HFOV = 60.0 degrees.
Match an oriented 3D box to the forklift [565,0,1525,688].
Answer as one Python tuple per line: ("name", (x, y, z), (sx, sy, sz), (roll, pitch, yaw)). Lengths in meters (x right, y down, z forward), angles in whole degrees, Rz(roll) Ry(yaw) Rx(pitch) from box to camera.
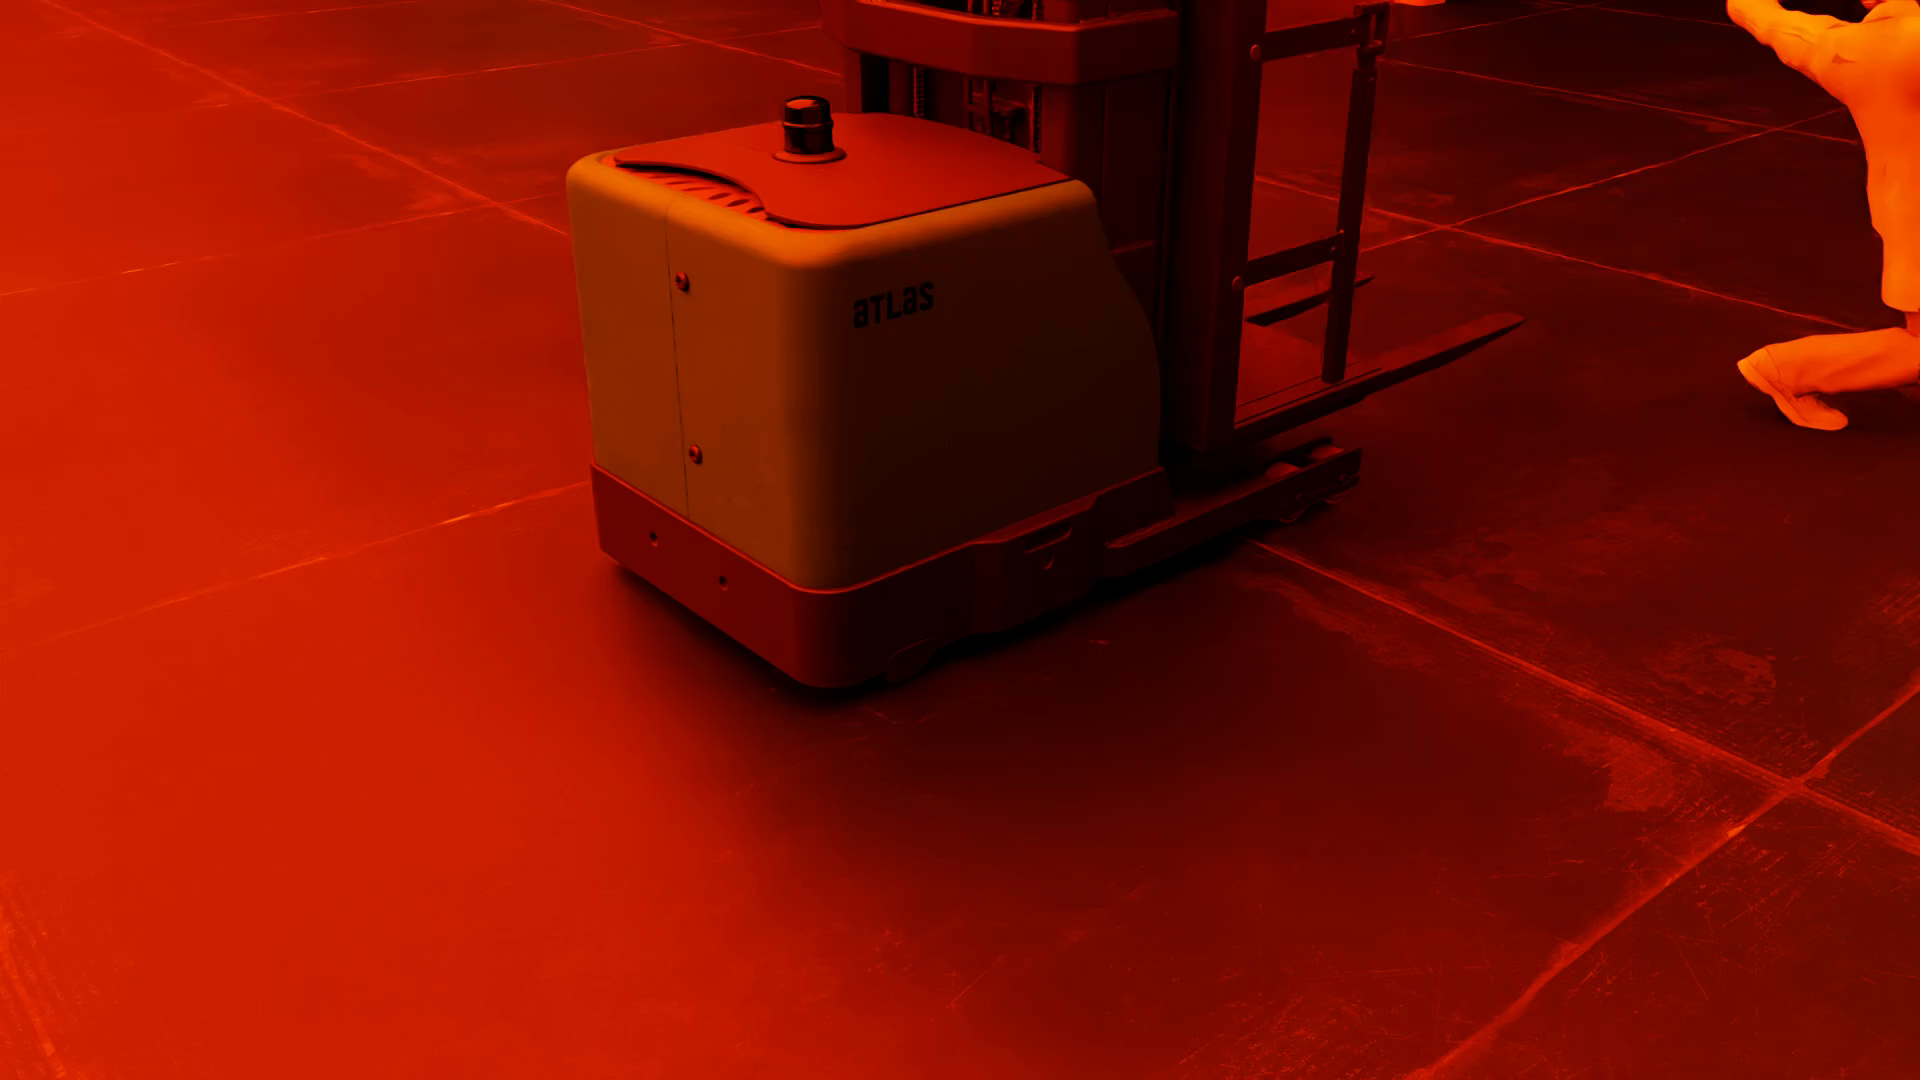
("forklift", (0.501, -1.517, 4.262), (3.031, 2.935, 1.130), (-21, 33, -36))

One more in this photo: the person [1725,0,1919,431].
("person", (2.929, -1.207, 5.205), (0.903, 1.620, 1.165), (0, 26, 1))
